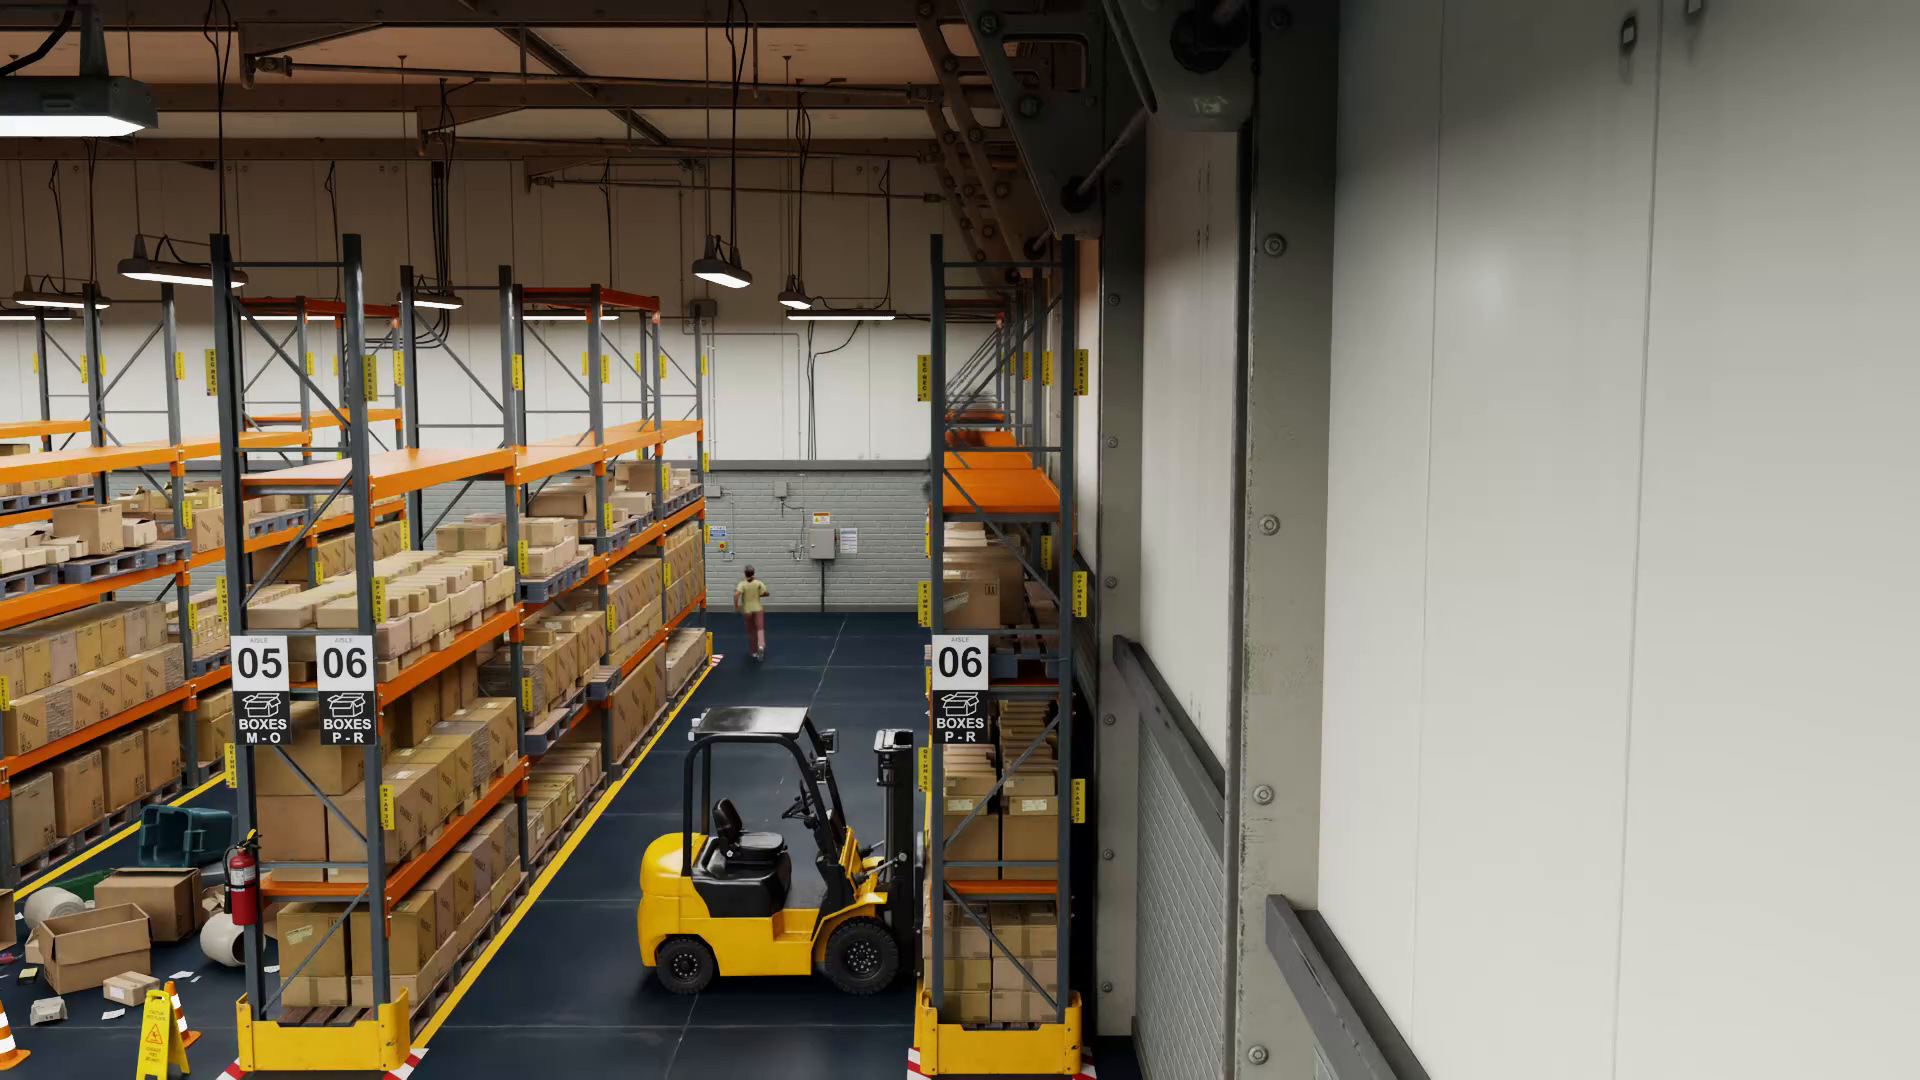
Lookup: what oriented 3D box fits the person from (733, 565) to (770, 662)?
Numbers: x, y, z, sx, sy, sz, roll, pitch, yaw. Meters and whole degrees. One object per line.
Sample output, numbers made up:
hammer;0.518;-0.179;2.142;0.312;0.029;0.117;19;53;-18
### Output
person;-3.532;1.220;28.169;0.620;1.629;0.959;-1;6;-10
